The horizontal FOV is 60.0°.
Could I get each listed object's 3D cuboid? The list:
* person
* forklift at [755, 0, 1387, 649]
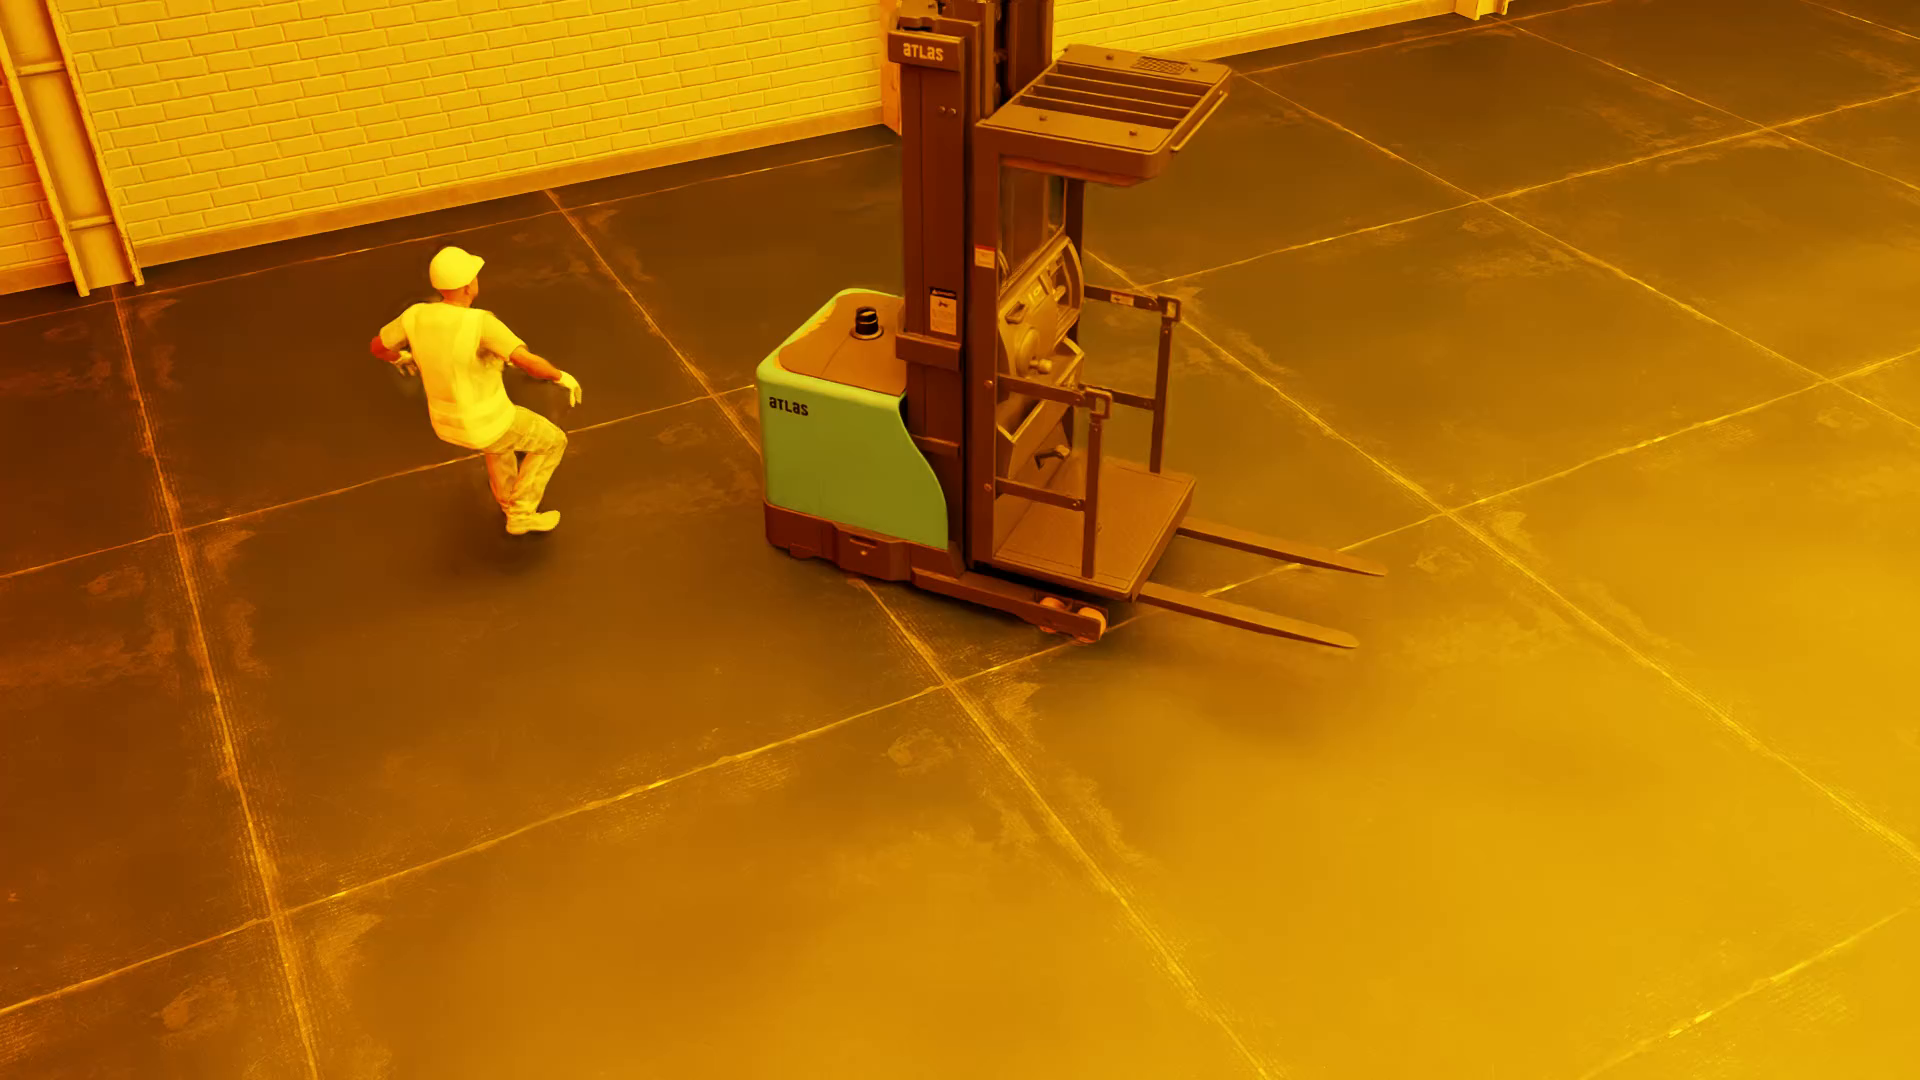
[{"bbox_3d":[-2.313,-0.709,8.233,1.053,1.671,0.694,18,39,24],"label":"person"},{"bbox_3d":[0.559,-1.055,7.616,3.031,2.935,1.130,14,38,19],"label":"forklift"}]
